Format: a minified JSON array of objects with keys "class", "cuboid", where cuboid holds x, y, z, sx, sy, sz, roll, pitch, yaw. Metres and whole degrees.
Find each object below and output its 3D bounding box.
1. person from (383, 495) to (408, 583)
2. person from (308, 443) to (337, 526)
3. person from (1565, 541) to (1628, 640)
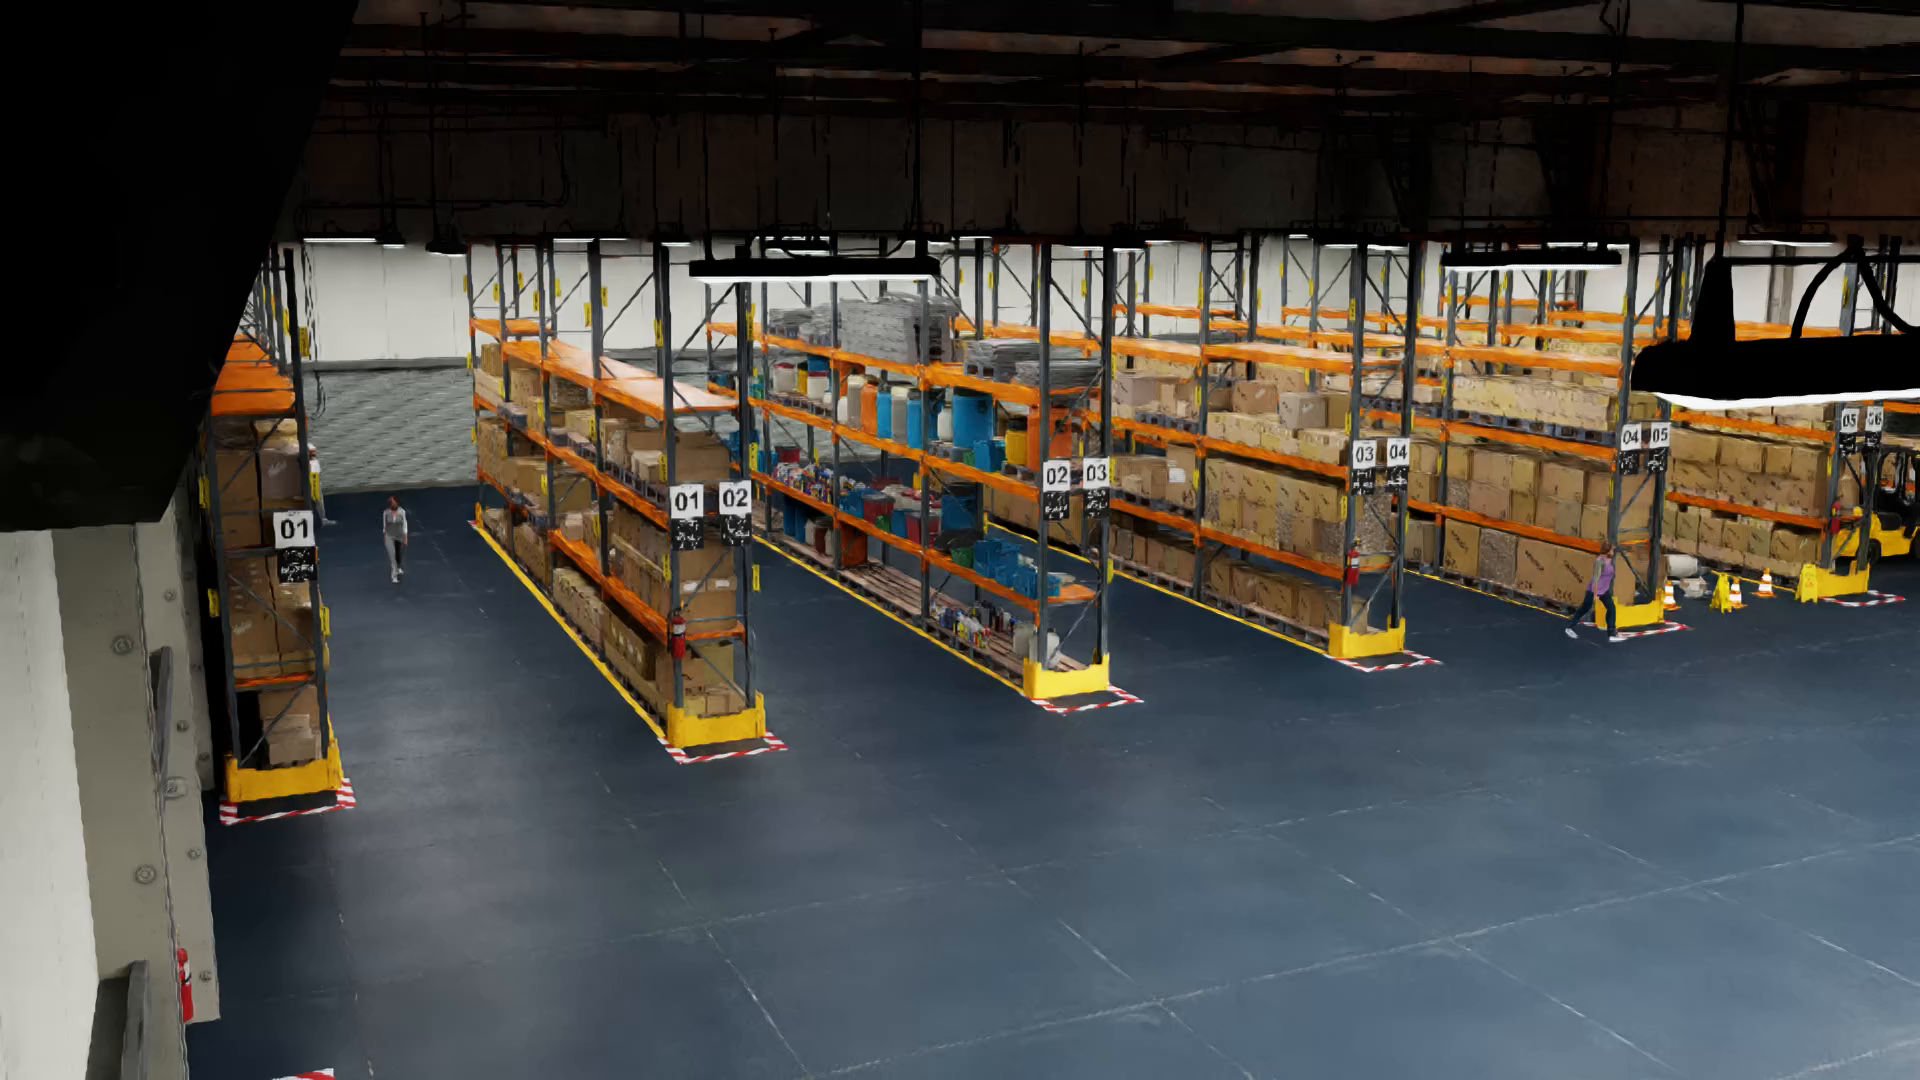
[{"class":"person","cuboid":[-9.954,-0.055,29.362,0.416,1.523,1.023,-5,12,-25]},{"class":"person","cuboid":[-13.323,-1.125,34.241,0.534,1.758,0.727,2,11,12]},{"class":"person","cuboid":[9.668,0.756,25.173,0.453,1.540,0.880,-11,15,-43]}]
